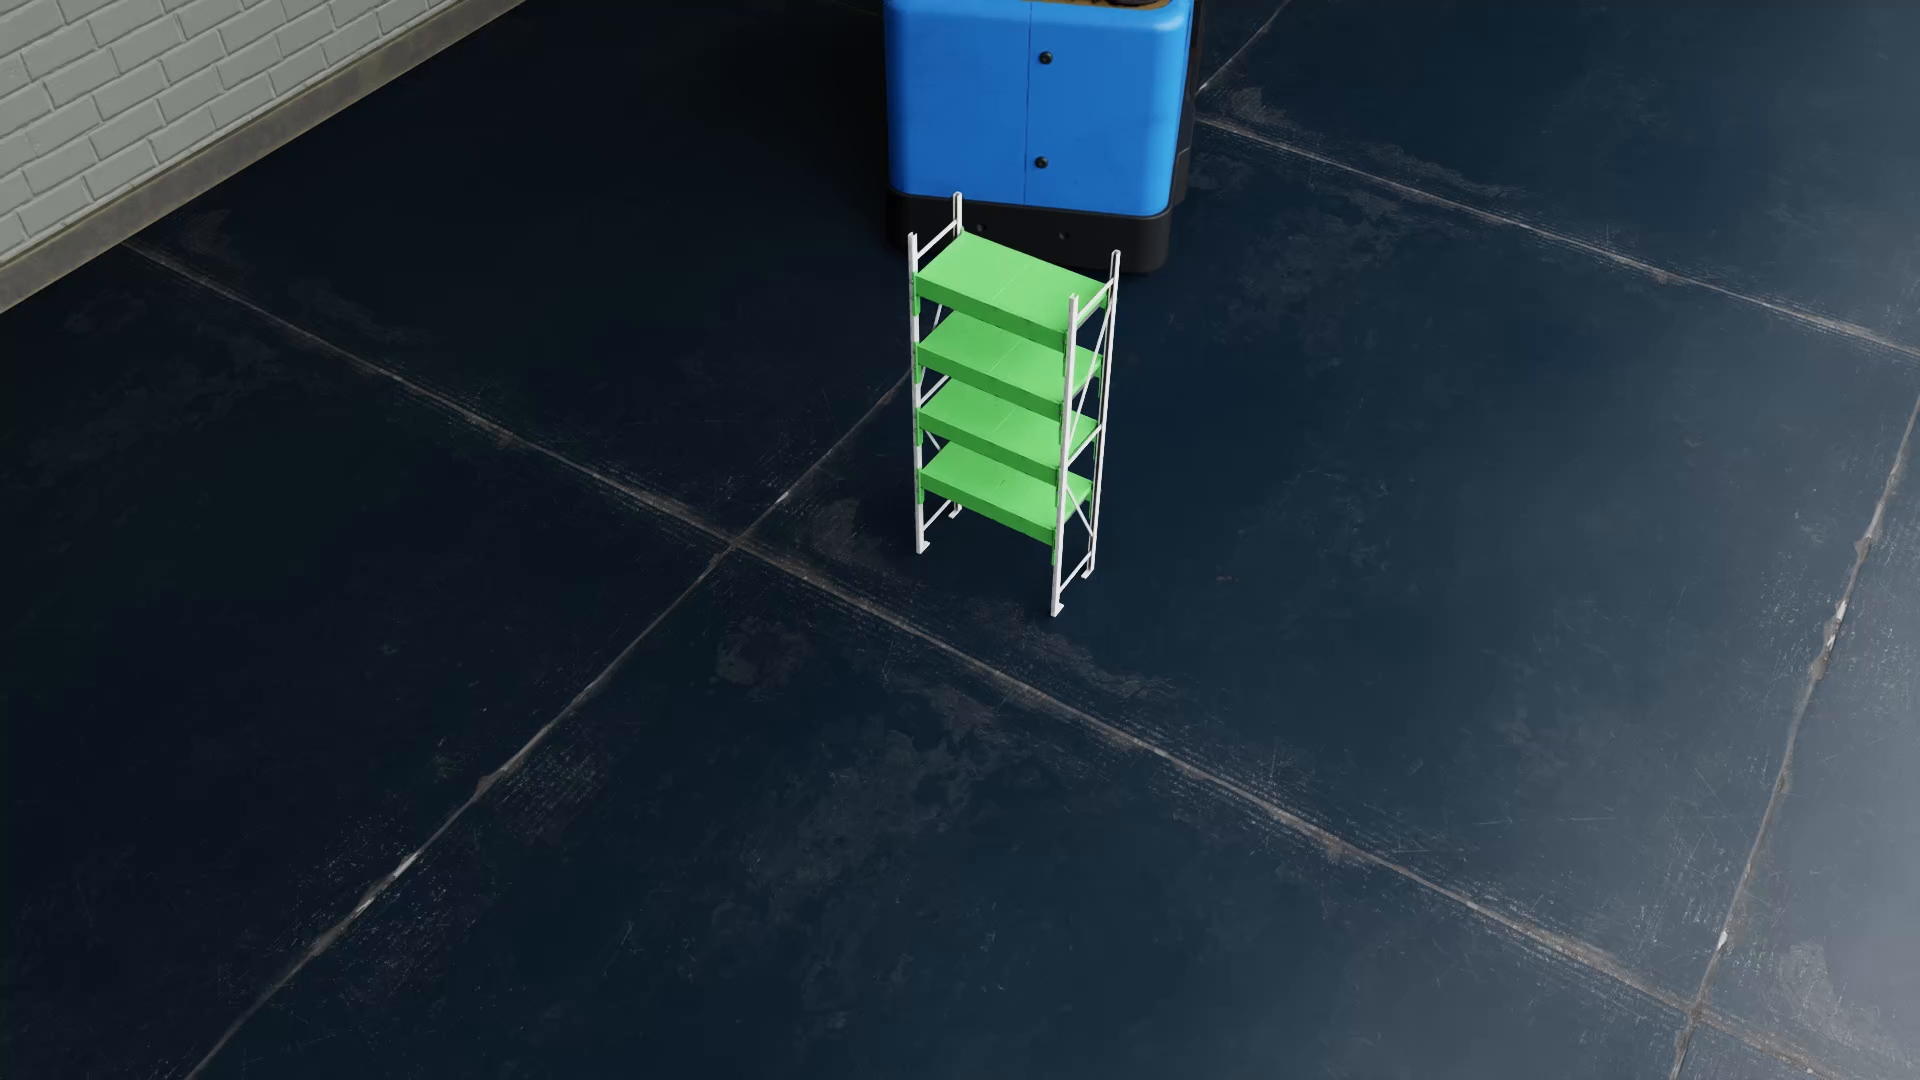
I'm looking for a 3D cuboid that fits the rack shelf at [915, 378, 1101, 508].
[{"bbox_3d":[0.139,-0.310,4.803,0.480,0.148,0.258,25,51,22],"label":"rack shelf"}]

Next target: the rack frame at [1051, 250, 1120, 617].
[{"bbox_3d":[0.345,-0.260,4.666,0.015,1.200,0.240,25,51,22],"label":"rack frame"}]

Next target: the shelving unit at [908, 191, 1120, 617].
[{"bbox_3d":[0.139,-0.354,4.757,0.503,1.200,0.258,25,51,22],"label":"shelving unit"}]

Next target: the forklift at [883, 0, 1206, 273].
[{"bbox_3d":[0.478,-3.071,6.190,1.130,2.935,3.031,7,46,7],"label":"forklift"}]

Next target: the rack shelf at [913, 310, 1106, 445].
[{"bbox_3d":[0.139,-0.477,4.631,0.480,0.148,0.258,25,51,22],"label":"rack shelf"}]

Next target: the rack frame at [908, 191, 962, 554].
[{"bbox_3d":[-0.066,-0.449,4.849,0.015,1.200,0.240,25,51,22],"label":"rack frame"}]

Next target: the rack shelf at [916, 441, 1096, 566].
[{"bbox_3d":[0.139,-0.142,4.975,0.480,0.148,0.258,25,51,22],"label":"rack shelf"}]

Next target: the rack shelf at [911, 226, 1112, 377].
[{"bbox_3d":[0.139,-0.644,4.459,0.480,0.148,0.258,25,51,22],"label":"rack shelf"}]
